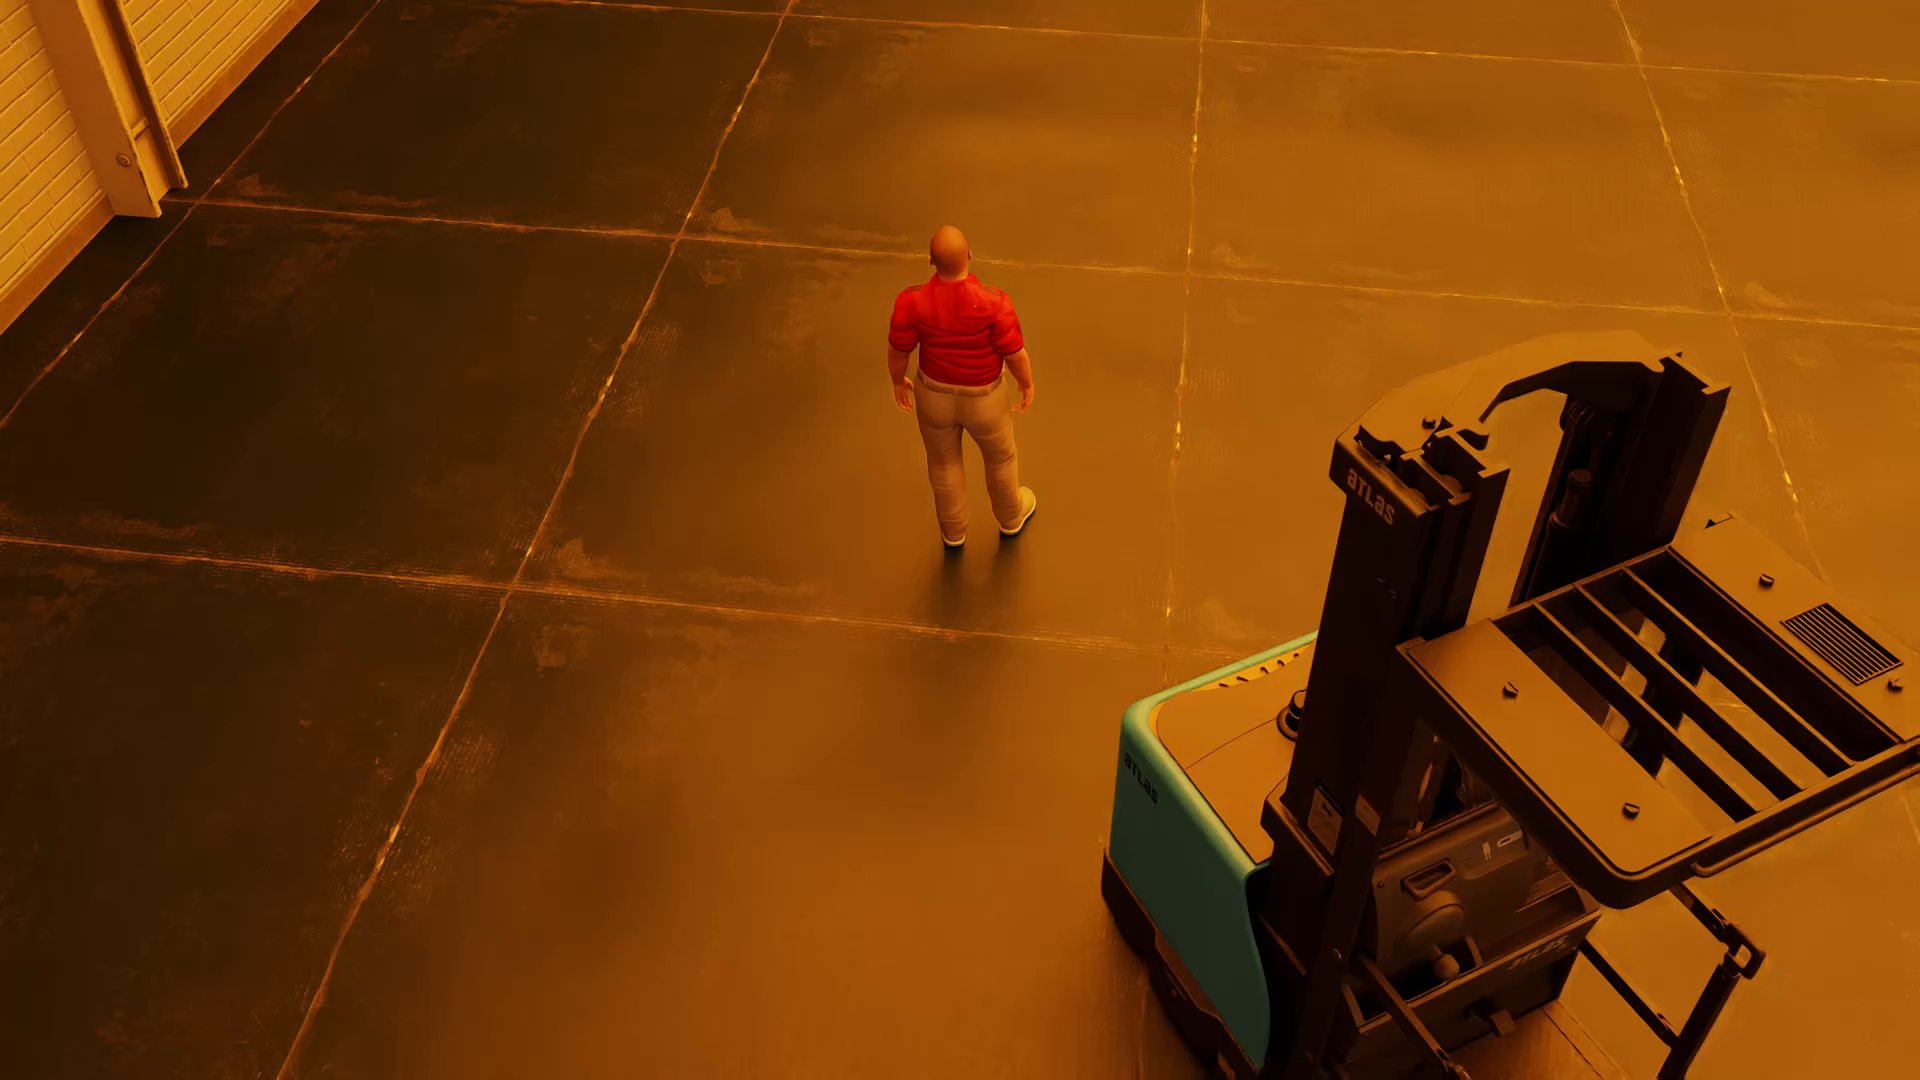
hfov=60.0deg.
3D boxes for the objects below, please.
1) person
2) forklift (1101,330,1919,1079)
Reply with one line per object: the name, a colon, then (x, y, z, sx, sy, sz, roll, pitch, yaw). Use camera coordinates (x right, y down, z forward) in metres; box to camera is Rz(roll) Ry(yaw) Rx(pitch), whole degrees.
person: (0.023, -0.701, 7.365, 0.642, 1.727, 0.550, 5, 43, 6)
forklift: (1.651, 1.027, 4.606, 1.130, 2.935, 3.031, -19, 46, -19)
